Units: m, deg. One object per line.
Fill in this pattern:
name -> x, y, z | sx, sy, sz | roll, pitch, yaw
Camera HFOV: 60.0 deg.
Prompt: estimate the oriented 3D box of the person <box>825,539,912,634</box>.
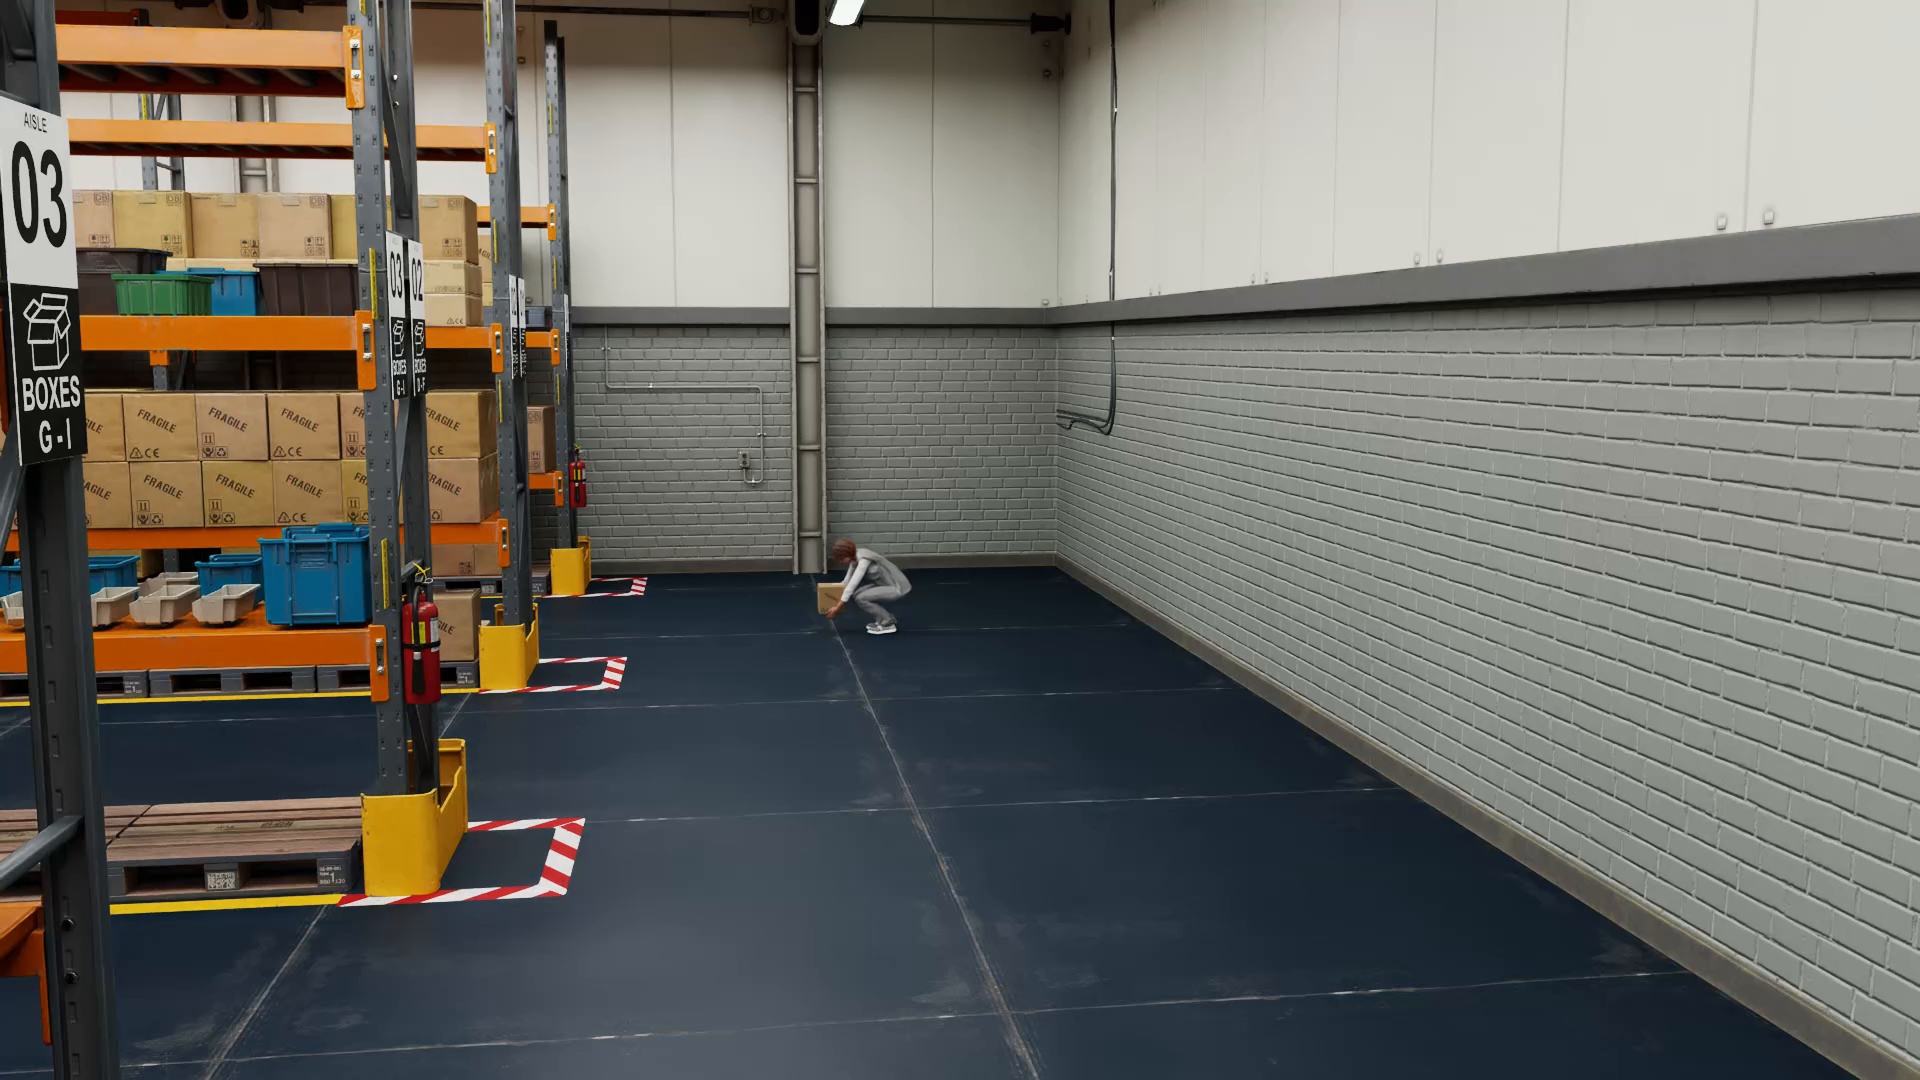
person -> -0.851, 0.424, 15.479 | 0.808, 0.888, 0.459 | -1, 7, -9
